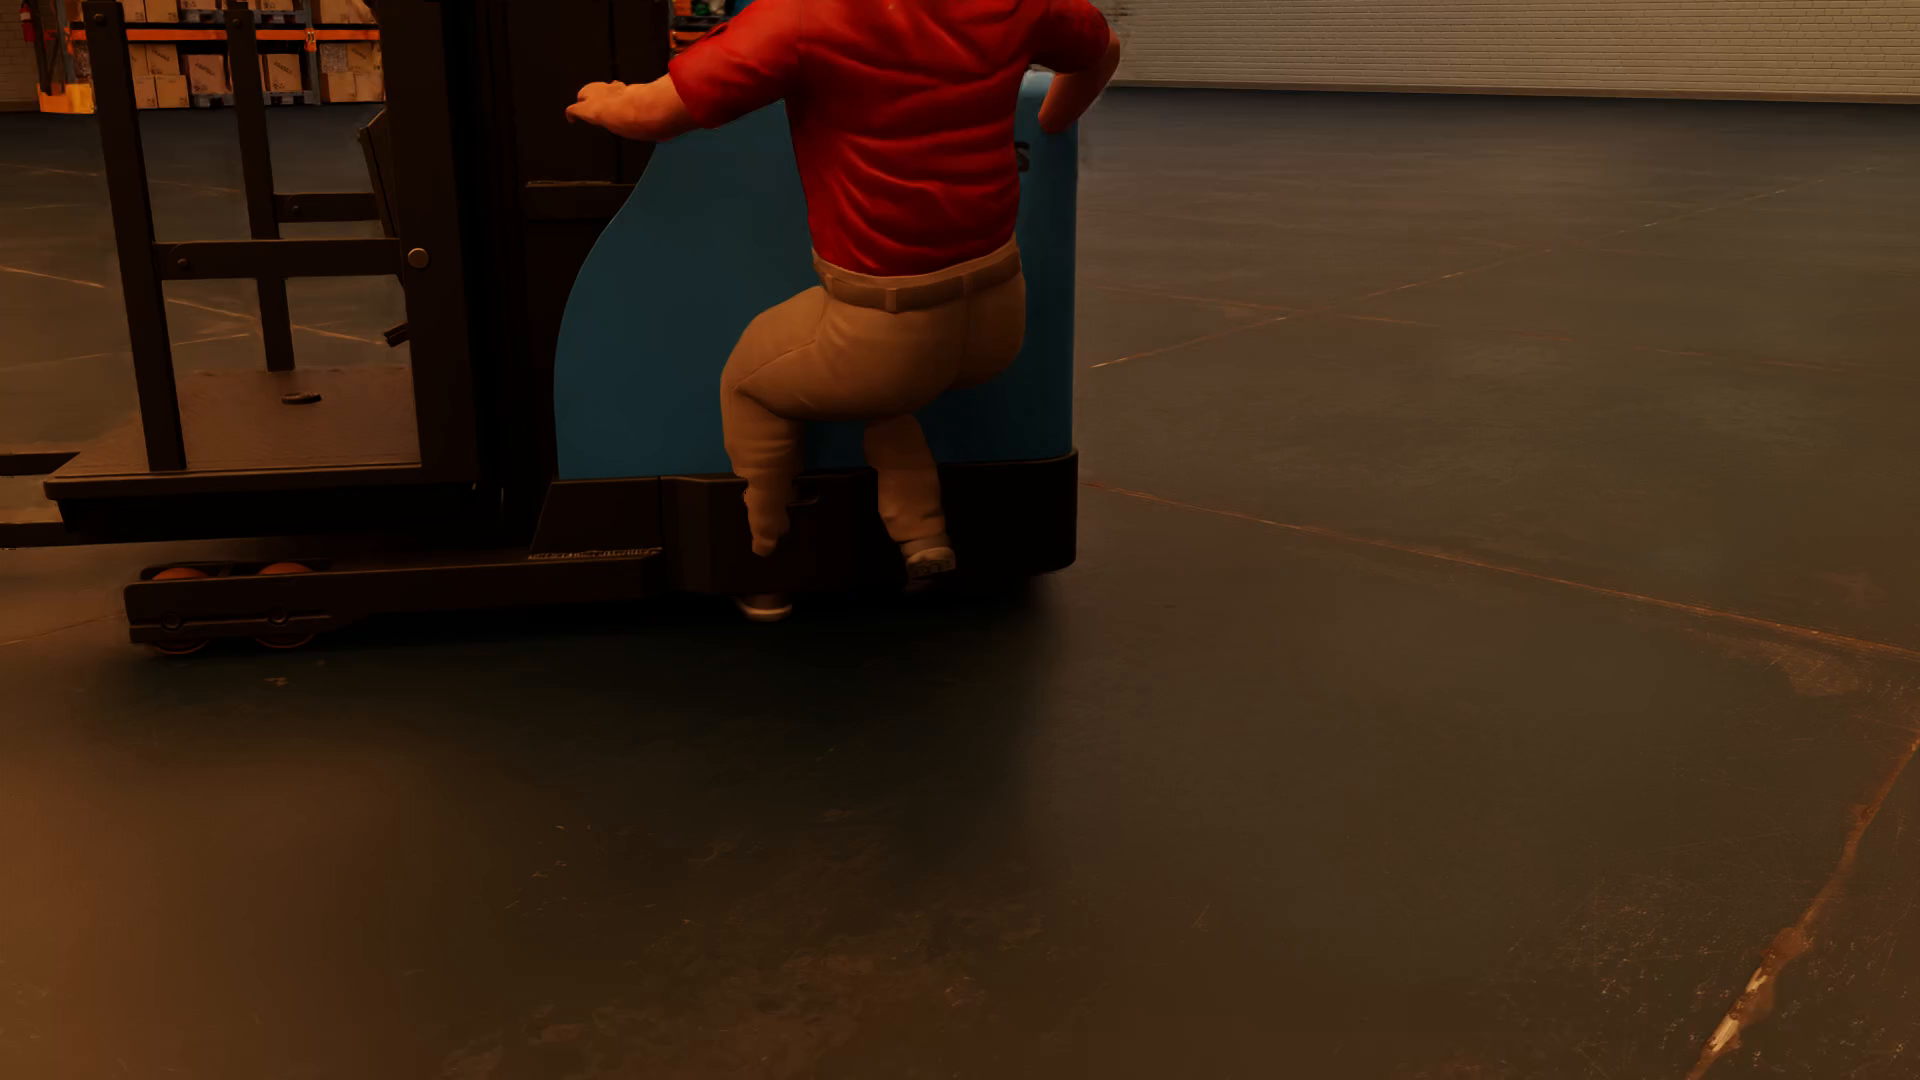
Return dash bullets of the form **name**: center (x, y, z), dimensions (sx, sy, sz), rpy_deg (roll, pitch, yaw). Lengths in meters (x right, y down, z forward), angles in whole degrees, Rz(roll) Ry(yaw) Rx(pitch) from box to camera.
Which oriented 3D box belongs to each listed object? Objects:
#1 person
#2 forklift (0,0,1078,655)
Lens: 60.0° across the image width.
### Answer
- **person**: center (-0.229, -0.534, 3.142), dimensions (0.969, 1.491, 0.848), rpy_deg (-14, 22, -39)
- **forklift**: center (-1.317, -1.346, 3.329), dimensions (3.031, 2.935, 1.130), rpy_deg (-3, 17, -9)
